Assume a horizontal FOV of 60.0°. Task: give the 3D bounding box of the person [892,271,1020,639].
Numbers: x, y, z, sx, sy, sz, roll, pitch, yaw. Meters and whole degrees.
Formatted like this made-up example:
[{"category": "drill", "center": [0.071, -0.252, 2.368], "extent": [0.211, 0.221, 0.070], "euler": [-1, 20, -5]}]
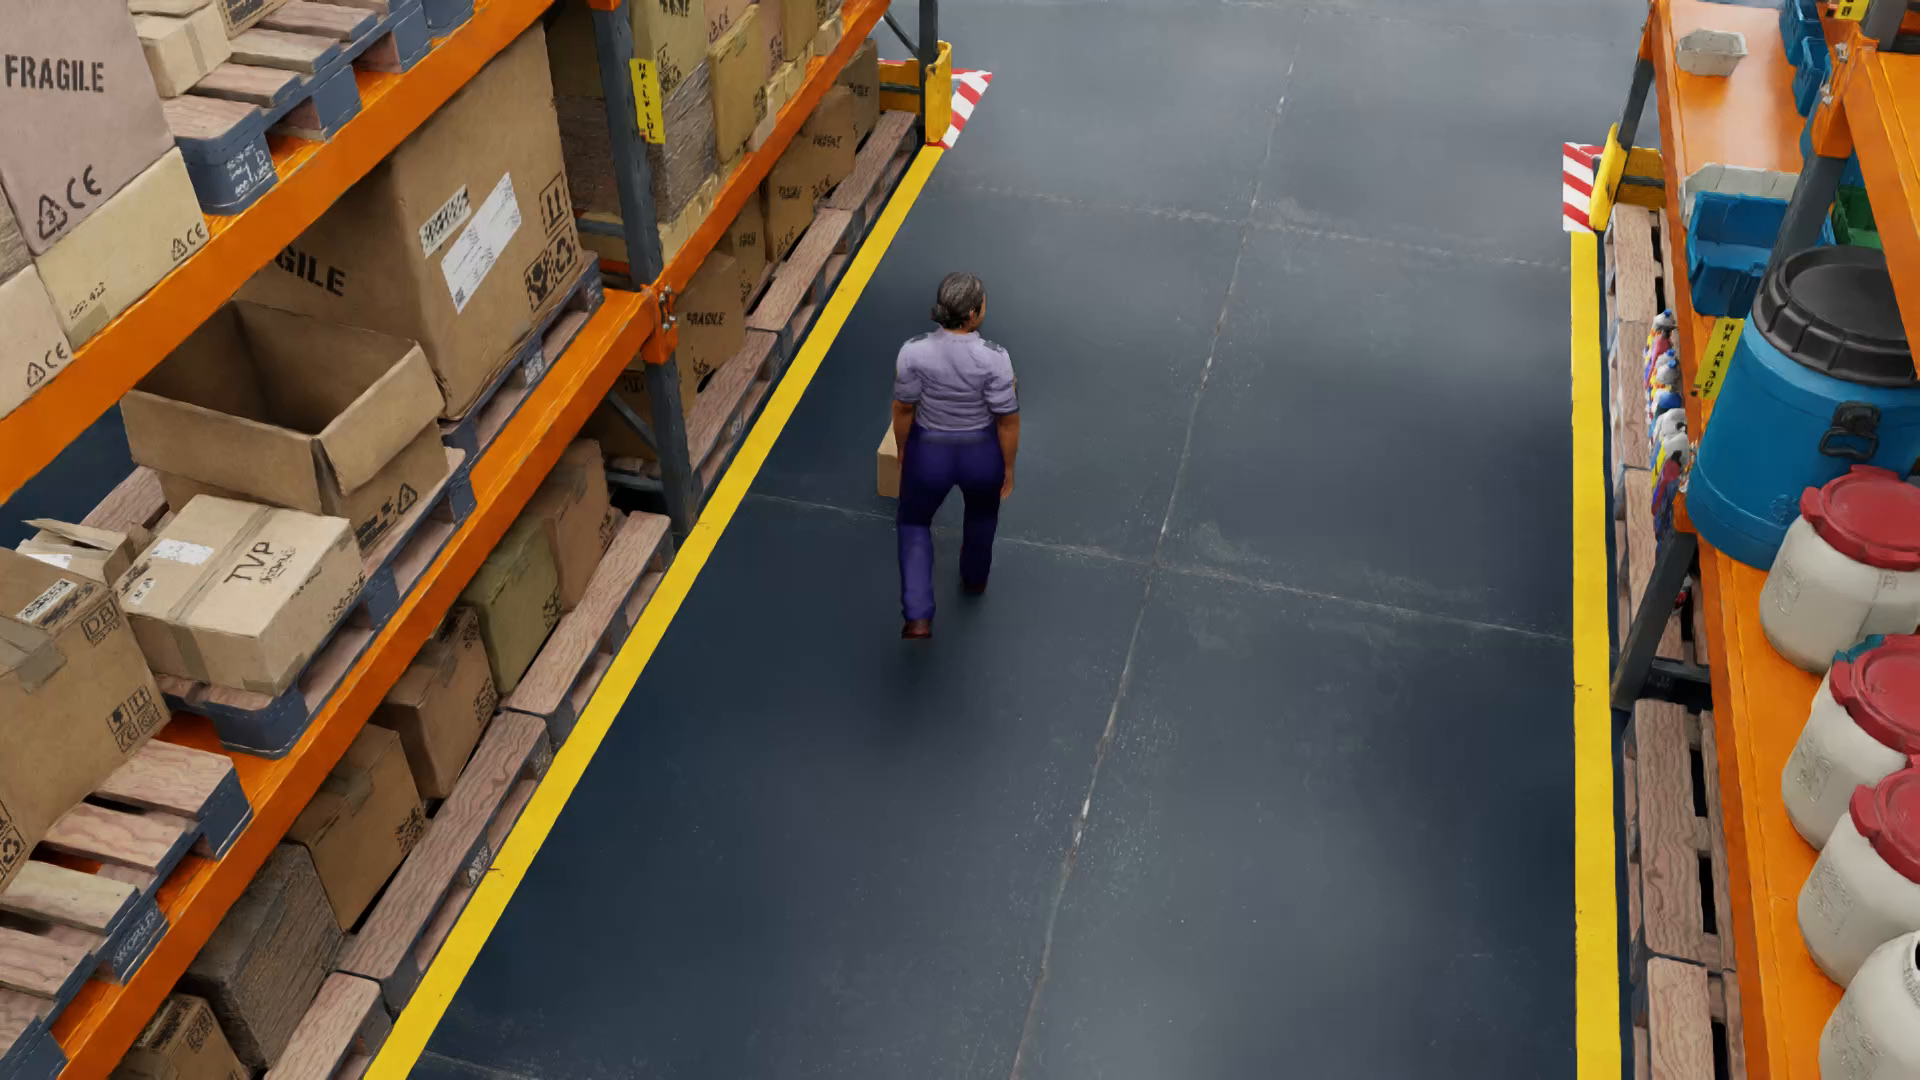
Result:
[{"category": "person", "center": [-0.017, -0.316, 6.522], "extent": [0.494, 1.628, 0.817], "euler": [1, 41, 1]}]
